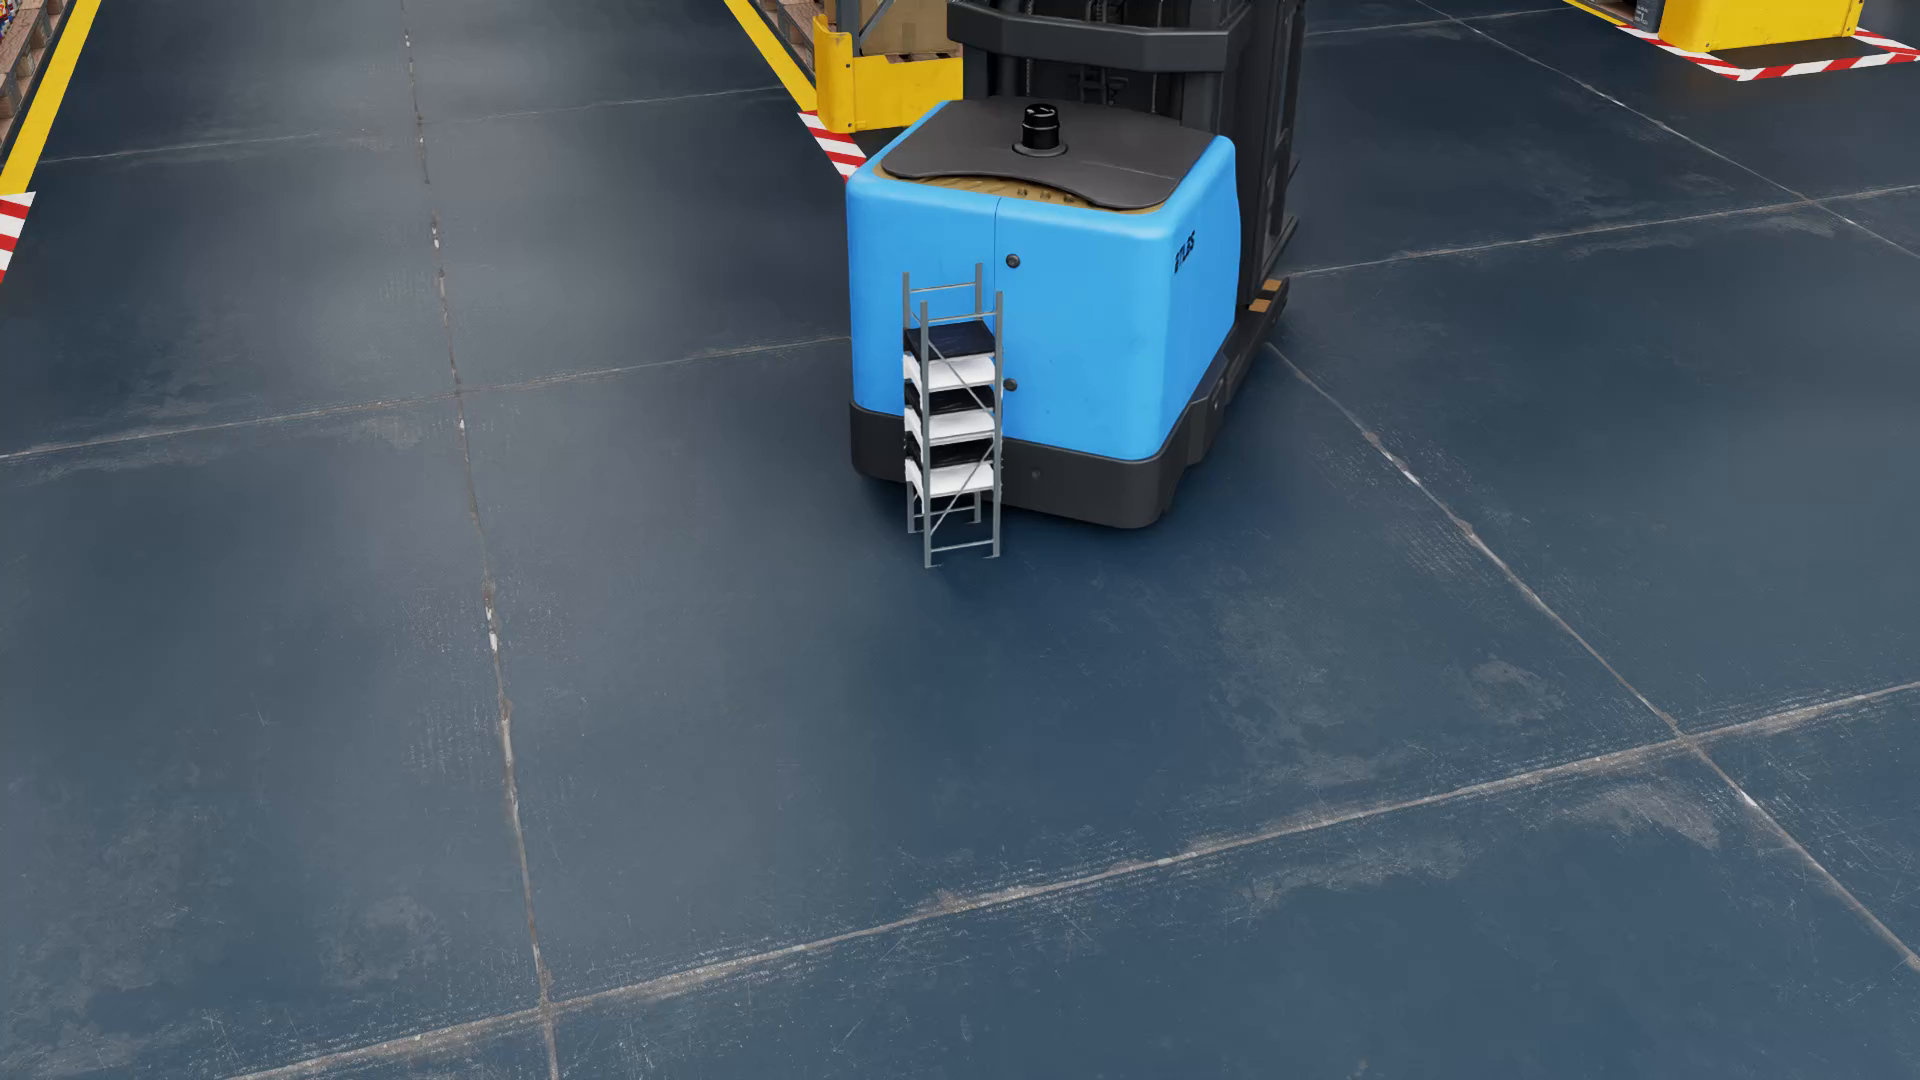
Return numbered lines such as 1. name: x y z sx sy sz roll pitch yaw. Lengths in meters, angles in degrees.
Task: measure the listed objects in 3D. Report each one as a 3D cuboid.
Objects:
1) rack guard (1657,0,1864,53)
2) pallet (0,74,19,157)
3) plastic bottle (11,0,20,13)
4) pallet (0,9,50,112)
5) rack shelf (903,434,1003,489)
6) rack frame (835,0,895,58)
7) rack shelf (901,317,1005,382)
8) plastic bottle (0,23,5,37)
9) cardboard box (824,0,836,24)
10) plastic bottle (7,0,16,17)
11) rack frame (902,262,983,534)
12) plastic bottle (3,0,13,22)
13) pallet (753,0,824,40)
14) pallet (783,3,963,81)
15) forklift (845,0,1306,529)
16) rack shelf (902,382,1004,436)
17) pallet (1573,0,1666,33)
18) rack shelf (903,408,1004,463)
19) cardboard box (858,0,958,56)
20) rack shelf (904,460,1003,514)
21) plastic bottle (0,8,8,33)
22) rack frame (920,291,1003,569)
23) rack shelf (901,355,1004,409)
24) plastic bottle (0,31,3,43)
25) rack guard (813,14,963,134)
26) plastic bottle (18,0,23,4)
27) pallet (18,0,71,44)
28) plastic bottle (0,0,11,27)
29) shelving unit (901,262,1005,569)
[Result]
1. rack guard: 4.645 -3.151 9.566 1.175 0.500 0.348 -10 35 -15
2. pallet: -5.144 -1.889 7.917 1.003 0.211 1.213 -10 35 -15
3. plastic bottle: -5.380 -3.094 9.283 0.152 0.276 0.135 -9 35 -14
4. pallet: -5.512 -2.528 8.885 1.003 0.211 1.213 -10 35 -15
5. rack shelf: -0.022 -0.257 5.046 0.258 0.077 0.200 -9 35 -13
6. rack frame: -0.116 -3.426 7.714 1.000 3.000 0.127 -10 35 -15
7. rack shelf: -0.022 -0.557 4.847 0.258 0.077 0.200 -9 35 -13
8. plastic bottle: -5.194 -2.822 8.876 0.097 0.271 0.097 0 33 0
9. cardboard box: -0.506 -3.197 9.254 0.500 0.500 0.500 -1 33 -2
10. plastic bottle: -5.317 -3.006 9.217 0.097 0.201 0.097 0 33 0
11. rack frame: -0.050 -0.413 5.059 0.240 0.900 0.006 -9 35 -13
12. plastic bottle: -5.286 -2.981 9.117 0.097 0.271 0.097 0 33 0
13. pallet: -0.722 -3.374 10.165 1.003 0.211 1.213 -10 35 -15
14. pallet: -0.354 -2.735 9.197 1.003 0.211 1.213 -10 35 -15
15. forklift: 0.653 -2.062 5.711 1.130 2.935 3.031 12 35 18
16. rack shelf: -0.022 -0.407 4.946 0.258 0.077 0.200 -9 35 -13
17. pallet: 4.320 -3.450 10.280 1.003 0.211 1.213 -10 35 -15
18. rack shelf: -0.022 -0.332 4.996 0.258 0.077 0.200 -9 35 -13
19. cardboard box: -0.291 -2.889 8.787 0.500 0.500 0.500 -4 34 -6
20. rack shelf: -0.022 -0.182 5.095 0.258 0.077 0.200 -9 35 -13
21. plastic bottle: -5.225 -2.875 8.956 0.097 0.271 0.097 0 33 0
22. rack frame: 0.006 -0.306 4.896 0.240 0.900 0.006 -9 35 -13
23. rack shelf: -0.022 -0.482 4.897 0.258 0.077 0.200 -9 35 -13
24. plastic bottle: -5.141 -2.769 8.785 0.061 0.283 0.133 -9 35 -14
25. rack guard: -0.139 -2.423 8.463 1.175 0.500 0.348 -10 35 -15
26. plastic bottle: -5.425 -3.211 9.393 0.144 0.351 0.185 -10 35 -15
27. pallet: -5.888 -3.170 9.856 1.003 0.211 1.213 -10 35 -15
28. plastic bottle: -5.255 -2.898 9.054 0.097 0.201 0.097 0 33 0
29. shelving unit: -0.022 -0.360 4.978 0.258 0.900 0.210 -9 35 -13
